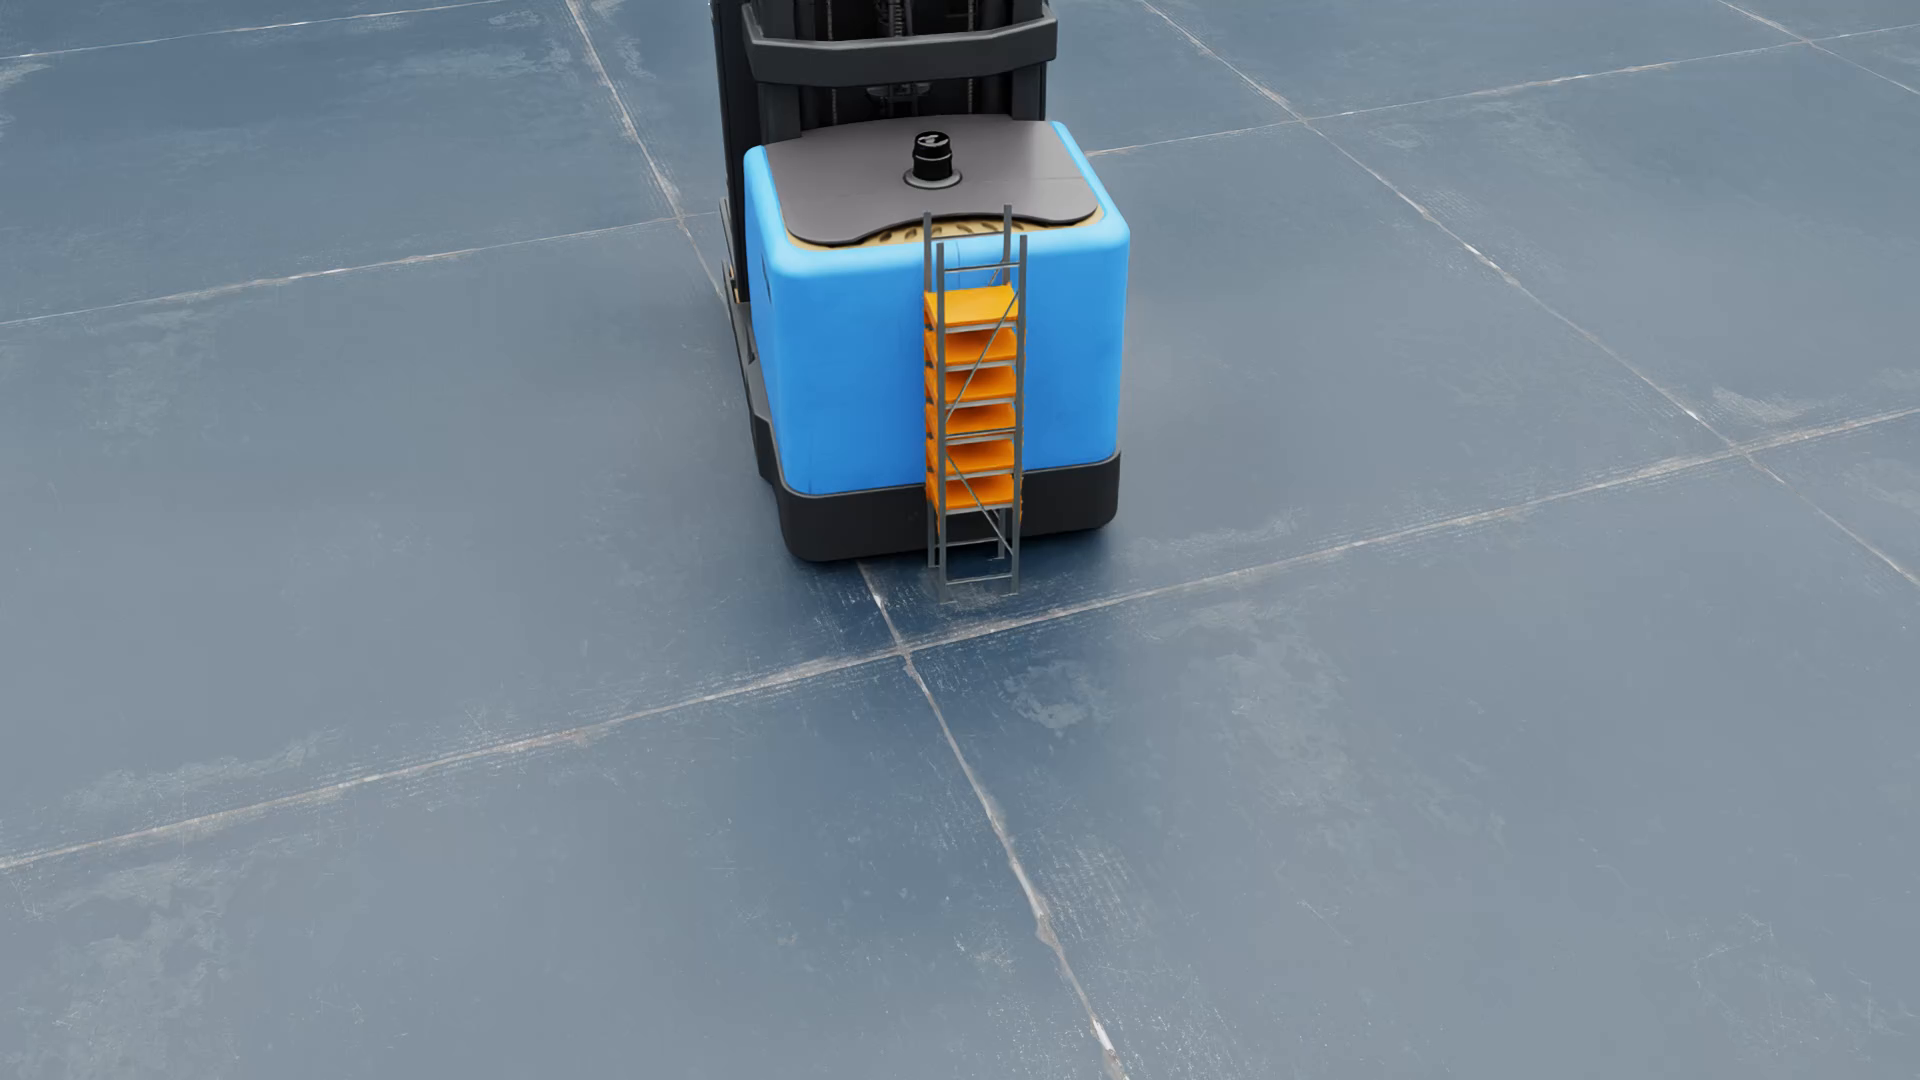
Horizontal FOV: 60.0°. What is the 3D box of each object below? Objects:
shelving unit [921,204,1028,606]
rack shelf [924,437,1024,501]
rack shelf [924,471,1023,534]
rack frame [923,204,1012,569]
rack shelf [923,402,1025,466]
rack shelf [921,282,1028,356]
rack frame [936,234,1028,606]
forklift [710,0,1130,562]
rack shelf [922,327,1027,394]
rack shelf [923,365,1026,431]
[{"bbox_3d":[0.039,-0.352,4.720,0.258,1.200,0.189,-7,38,-9],"label":"shelving unit"},{"bbox_3d":[0.039,-0.220,4.819,0.258,0.103,0.180,-7,38,-9],"label":"rack shelf"},{"bbox_3d":[0.039,-0.125,4.891,0.258,0.103,0.180,-7,38,-9],"label":"rack shelf"},{"bbox_3d":[0.020,-0.406,4.791,0.240,1.200,0.006,-7,38,-9],"label":"rack frame"},{"bbox_3d":[0.039,-0.316,4.746,0.258,0.103,0.180,-7,38,-9],"label":"rack shelf"},{"bbox_3d":[0.039,-0.604,4.530,0.258,0.103,0.180,-7,38,-9],"label":"rack shelf"},{"bbox_3d":[0.057,-0.298,4.648,0.240,1.200,0.006,-7,38,-9],"label":"rack frame"},{"bbox_3d":[-0.303,-1.991,5.458,1.130,2.935,3.031,-7,38,-9],"label":"forklift"},{"bbox_3d":[0.039,-0.508,4.602,0.258,0.103,0.180,-7,38,-9],"label":"rack shelf"},{"bbox_3d":[0.039,-0.412,4.674,0.258,0.103,0.180,-7,38,-9],"label":"rack shelf"}]
